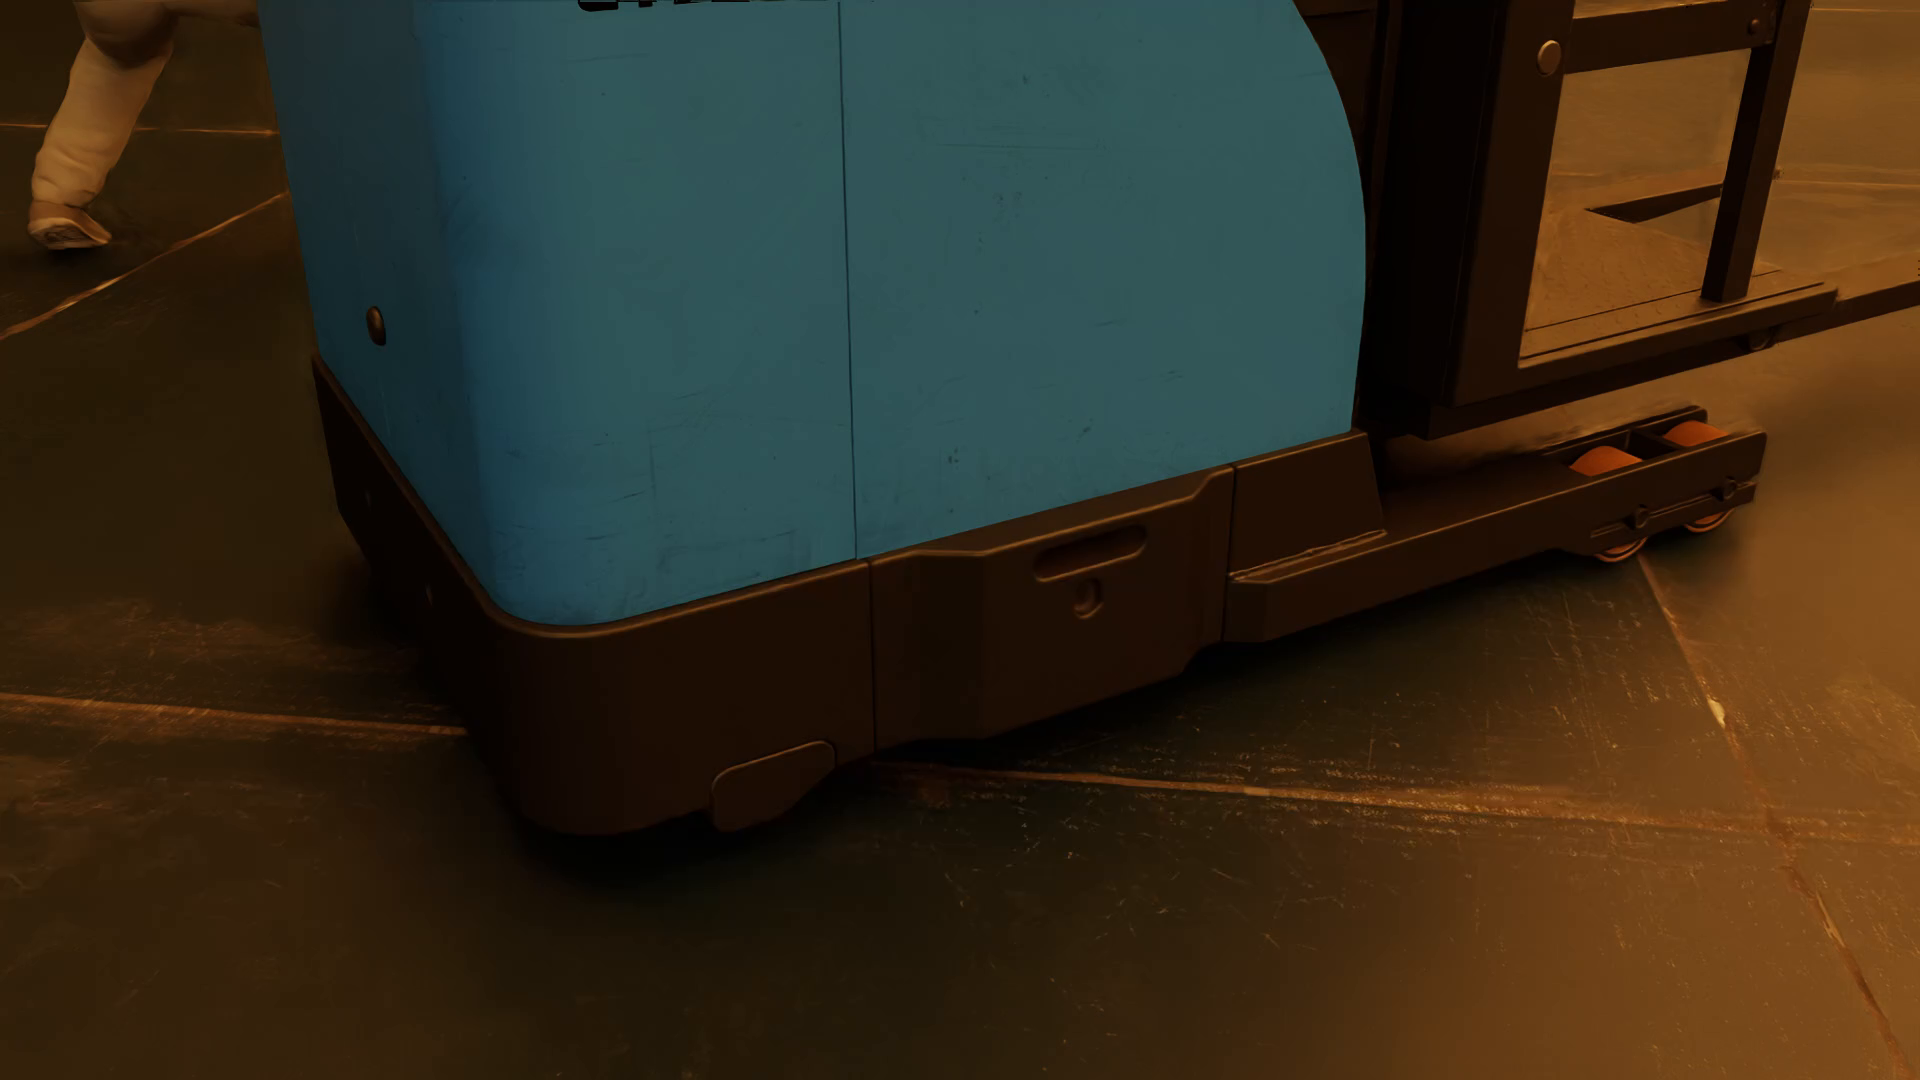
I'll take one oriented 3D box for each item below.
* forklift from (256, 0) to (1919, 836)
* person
[{"bbox_3d":[0.619,-1.467,2.157,3.031,2.935,1.130,-15,30,-27],"label":"forklift"},{"bbox_3d":[-1.706,-1.355,3.612,0.840,1.547,0.878,1,27,3],"label":"person"}]
